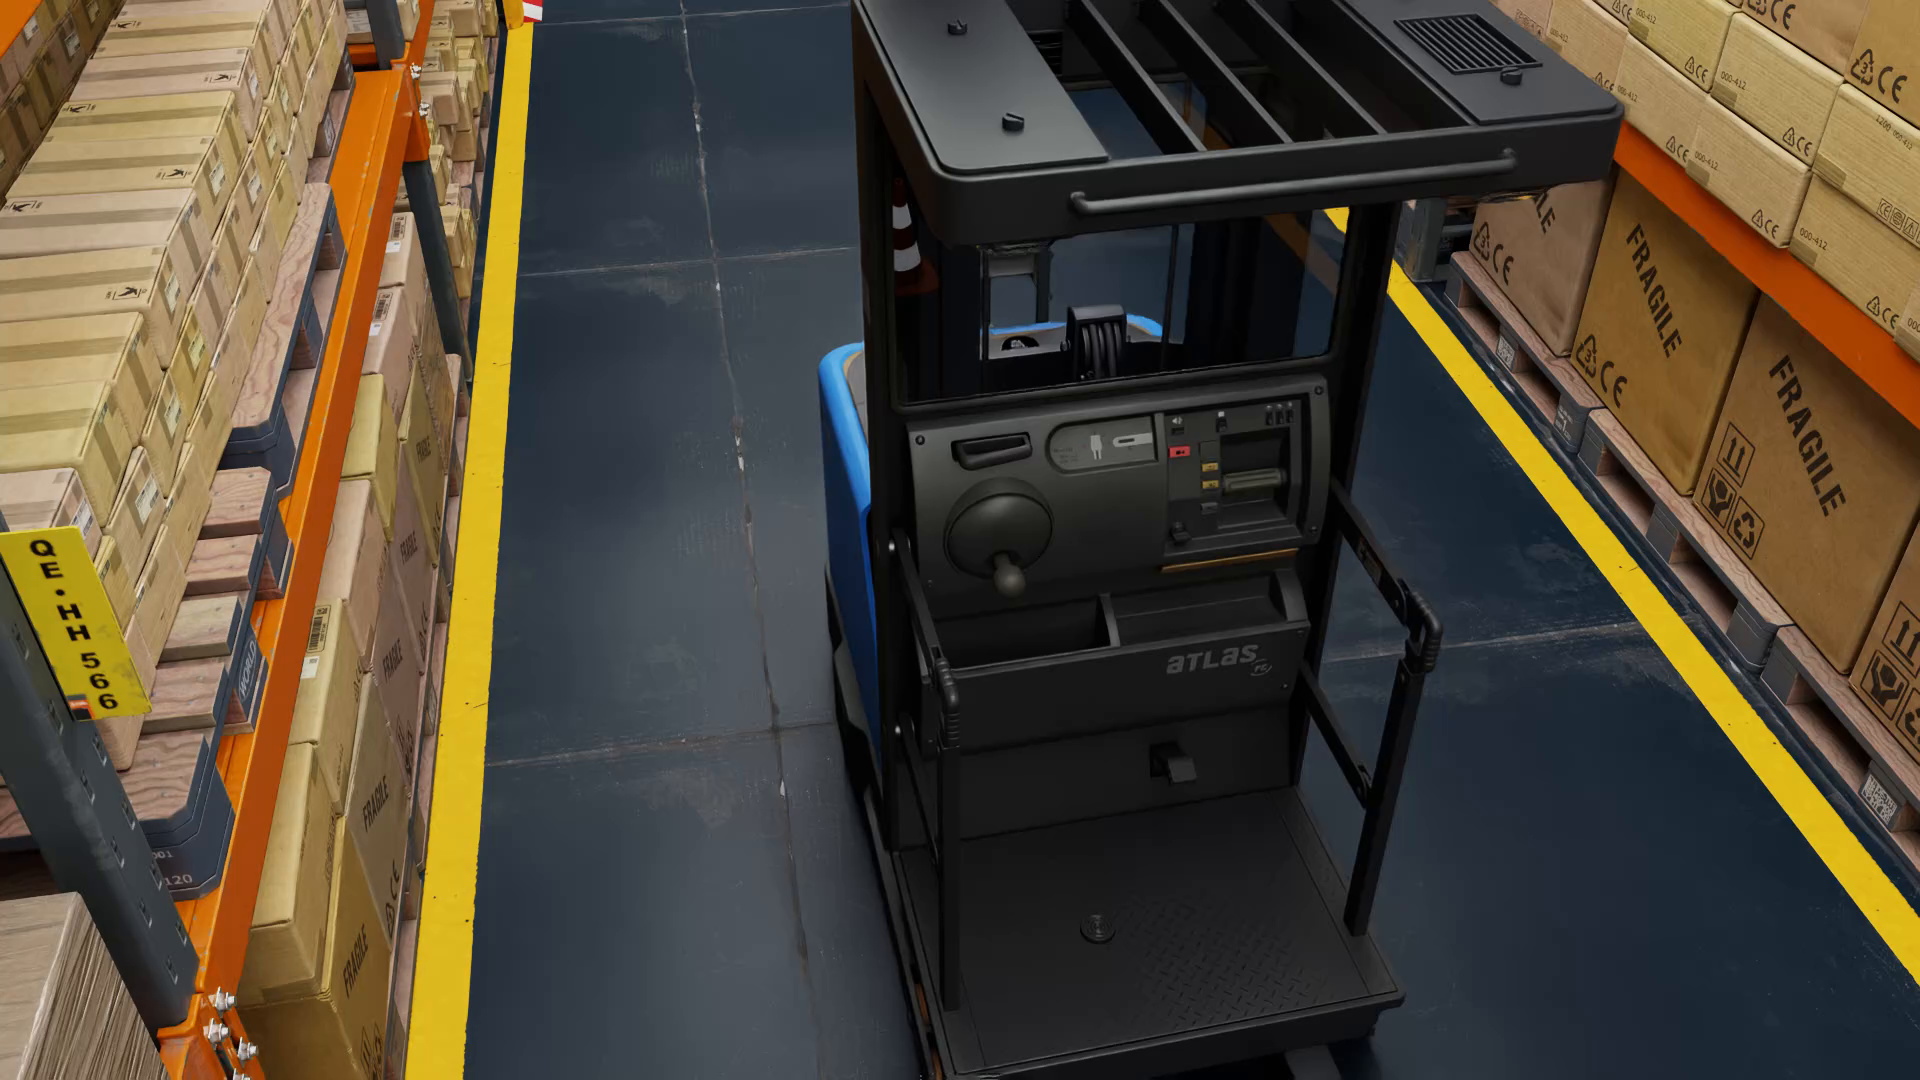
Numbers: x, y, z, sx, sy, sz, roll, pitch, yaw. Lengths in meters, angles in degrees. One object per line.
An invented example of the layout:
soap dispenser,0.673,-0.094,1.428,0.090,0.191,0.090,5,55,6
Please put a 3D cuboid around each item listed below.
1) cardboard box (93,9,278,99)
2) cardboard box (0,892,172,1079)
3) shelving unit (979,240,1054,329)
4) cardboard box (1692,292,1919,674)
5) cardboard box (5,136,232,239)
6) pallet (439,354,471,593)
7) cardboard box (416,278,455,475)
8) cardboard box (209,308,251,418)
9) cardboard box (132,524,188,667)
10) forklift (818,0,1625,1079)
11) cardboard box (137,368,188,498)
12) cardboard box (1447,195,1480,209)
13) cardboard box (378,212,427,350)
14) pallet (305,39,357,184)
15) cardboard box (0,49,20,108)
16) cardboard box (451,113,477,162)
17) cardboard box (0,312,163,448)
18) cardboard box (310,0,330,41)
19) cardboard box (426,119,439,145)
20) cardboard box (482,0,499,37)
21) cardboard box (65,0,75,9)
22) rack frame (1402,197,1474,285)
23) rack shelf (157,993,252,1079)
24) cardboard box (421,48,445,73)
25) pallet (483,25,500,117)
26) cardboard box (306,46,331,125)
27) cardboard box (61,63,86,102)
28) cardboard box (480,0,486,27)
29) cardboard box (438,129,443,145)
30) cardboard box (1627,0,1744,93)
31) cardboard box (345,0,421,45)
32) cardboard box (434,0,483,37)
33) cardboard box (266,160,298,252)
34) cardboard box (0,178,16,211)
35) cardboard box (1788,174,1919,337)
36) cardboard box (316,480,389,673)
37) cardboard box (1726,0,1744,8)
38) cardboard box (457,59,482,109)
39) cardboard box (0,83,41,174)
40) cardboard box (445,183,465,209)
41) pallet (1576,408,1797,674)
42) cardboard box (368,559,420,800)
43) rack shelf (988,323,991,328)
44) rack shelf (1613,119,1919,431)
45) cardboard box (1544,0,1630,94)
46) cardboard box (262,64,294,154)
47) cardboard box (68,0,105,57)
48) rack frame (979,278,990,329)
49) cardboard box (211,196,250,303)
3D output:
cardboard box,-1.981,-1.235,4.272,0.380,0.149,0.250,-7,38,-9
cardboard box,-1.377,0.839,2.144,0.500,0.500,0.500,-6,38,-8
shelving unit,-0.018,-0.615,5.319,0.431,1.500,0.755,-8,39,-10
cardboard box,2.944,-0.250,5.017,0.875,0.875,0.875,-6,38,-7
cardboard box,-1.842,-0.760,3.661,0.380,0.149,0.250,-5,38,-7
pallet,-2.283,-0.210,5.848,1.003,0.211,1.213,-6,38,-8
cardboard box,-2.043,-0.540,5.695,0.500,0.500,0.500,-7,38,-9
cardboard box,-1.792,-0.372,3.646,0.380,0.149,0.250,-5,38,-6
cardboard box,-1.647,0.115,3.020,0.380,0.149,0.250,-4,38,-6
forklift,0.401,-0.042,3.414,1.130,2.935,3.031,-8,39,-10
cardboard box,-1.707,-0.187,3.166,0.380,0.149,0.250,-7,38,-9
cardboard box,2.430,-1.919,7.521,0.875,0.438,0.875,-7,38,-9
cardboard box,-2.042,-0.833,5.461,0.500,0.250,0.500,-7,38,-9
pallet,-2.430,-1.228,5.042,1.003,0.211,1.213,-6,38,-8
cardboard box,-2.621,-1.167,4.184,0.380,0.149,0.250,-7,38,-8
cardboard box,-2.436,-1.855,7.674,0.380,0.149,0.250,-7,38,-9
cardboard box,-1.699,-0.277,3.039,0.380,0.149,0.250,-6,38,-8
cardboard box,-2.110,-1.587,4.968,0.380,0.149,0.250,-6,38,-8
cardboard box,-2.360,-1.606,6.869,0.380,0.149,0.250,-7,38,-9
cardboard box,-2.680,-2.797,8.887,0.380,0.149,0.250,-5,38,-7
cardboard box,-2.750,-1.627,4.777,0.380,0.149,0.250,-5,38,-7
rack frame,2.434,-2.374,6.361,1.000,3.000,0.127,-6,38,-8
rack shelf,-1.369,2.127,1.153,1.077,0.370,4.000,-6,38,-8
cardboard box,-2.522,-2.080,7.478,0.380,0.149,0.250,-8,39,-10
pallet,-3.002,-2.555,8.867,1.003,0.211,1.213,-6,38,-8
cardboard box,-2.069,-1.321,4.868,0.380,0.149,0.250,-6,38,-8
cardboard box,-2.711,-1.242,4.766,0.380,0.149,0.250,-6,38,-8
cardboard box,-2.656,-2.753,8.587,0.380,0.149,0.250,-8,39,-10
cardboard box,-2.425,-1.642,7.157,0.380,0.149,0.250,-8,39,-10
cardboard box,2.415,-1.597,5.075,0.500,0.250,0.500,-6,38,-7
cardboard box,-2.149,-1.888,5.940,0.380,0.149,0.250,-5,38,-6
cardboard box,-2.537,-2.559,8.096,0.380,0.149,0.250,-5,38,-6
cardboard box,-1.925,-0.842,4.252,0.380,0.149,0.250,-5,38,-6
cardboard box,-2.571,-0.772,4.161,0.380,0.149,0.250,-7,38,-9
cardboard box,2.614,-0.789,4.443,0.500,0.250,0.500,-7,38,-8
cardboard box,-1.766,0.111,4.246,0.500,0.250,0.500,-6,38,-8
cardboard box,2.431,-1.904,4.860,0.500,0.500,0.500,-7,38,-9
cardboard box,-2.450,-2.121,7.774,0.380,0.149,0.250,-6,38,-7
cardboard box,-2.616,-1.046,4.271,0.380,0.149,0.250,-5,38,-6
cardboard box,-2.310,-1.381,7.064,0.380,0.149,0.250,-6,38,-8
pallet,2.861,-0.077,5.677,1.003,0.211,1.213,-6,38,-8
cardboard box,-1.779,0.389,4.500,0.500,0.500,0.500,-7,38,-9
rack shelf,-0.018,-0.358,5.519,0.431,0.370,0.720,-8,39,-10
rack shelf,2.785,-0.882,5.027,1.077,0.370,4.000,-6,38,-8
cardboard box,2.344,-1.708,5.626,0.500,0.250,0.500,-7,38,-9
cardboard box,-1.972,-1.115,4.360,0.380,0.149,0.250,-8,39,-10
cardboard box,-2.758,-1.521,4.883,0.380,0.149,0.250,-7,38,-9
rack frame,-0.097,-0.835,5.602,0.400,1.500,0.023,-8,39,-10
cardboard box,-1.834,-0.640,3.749,0.380,0.149,0.250,-7,38,-8
